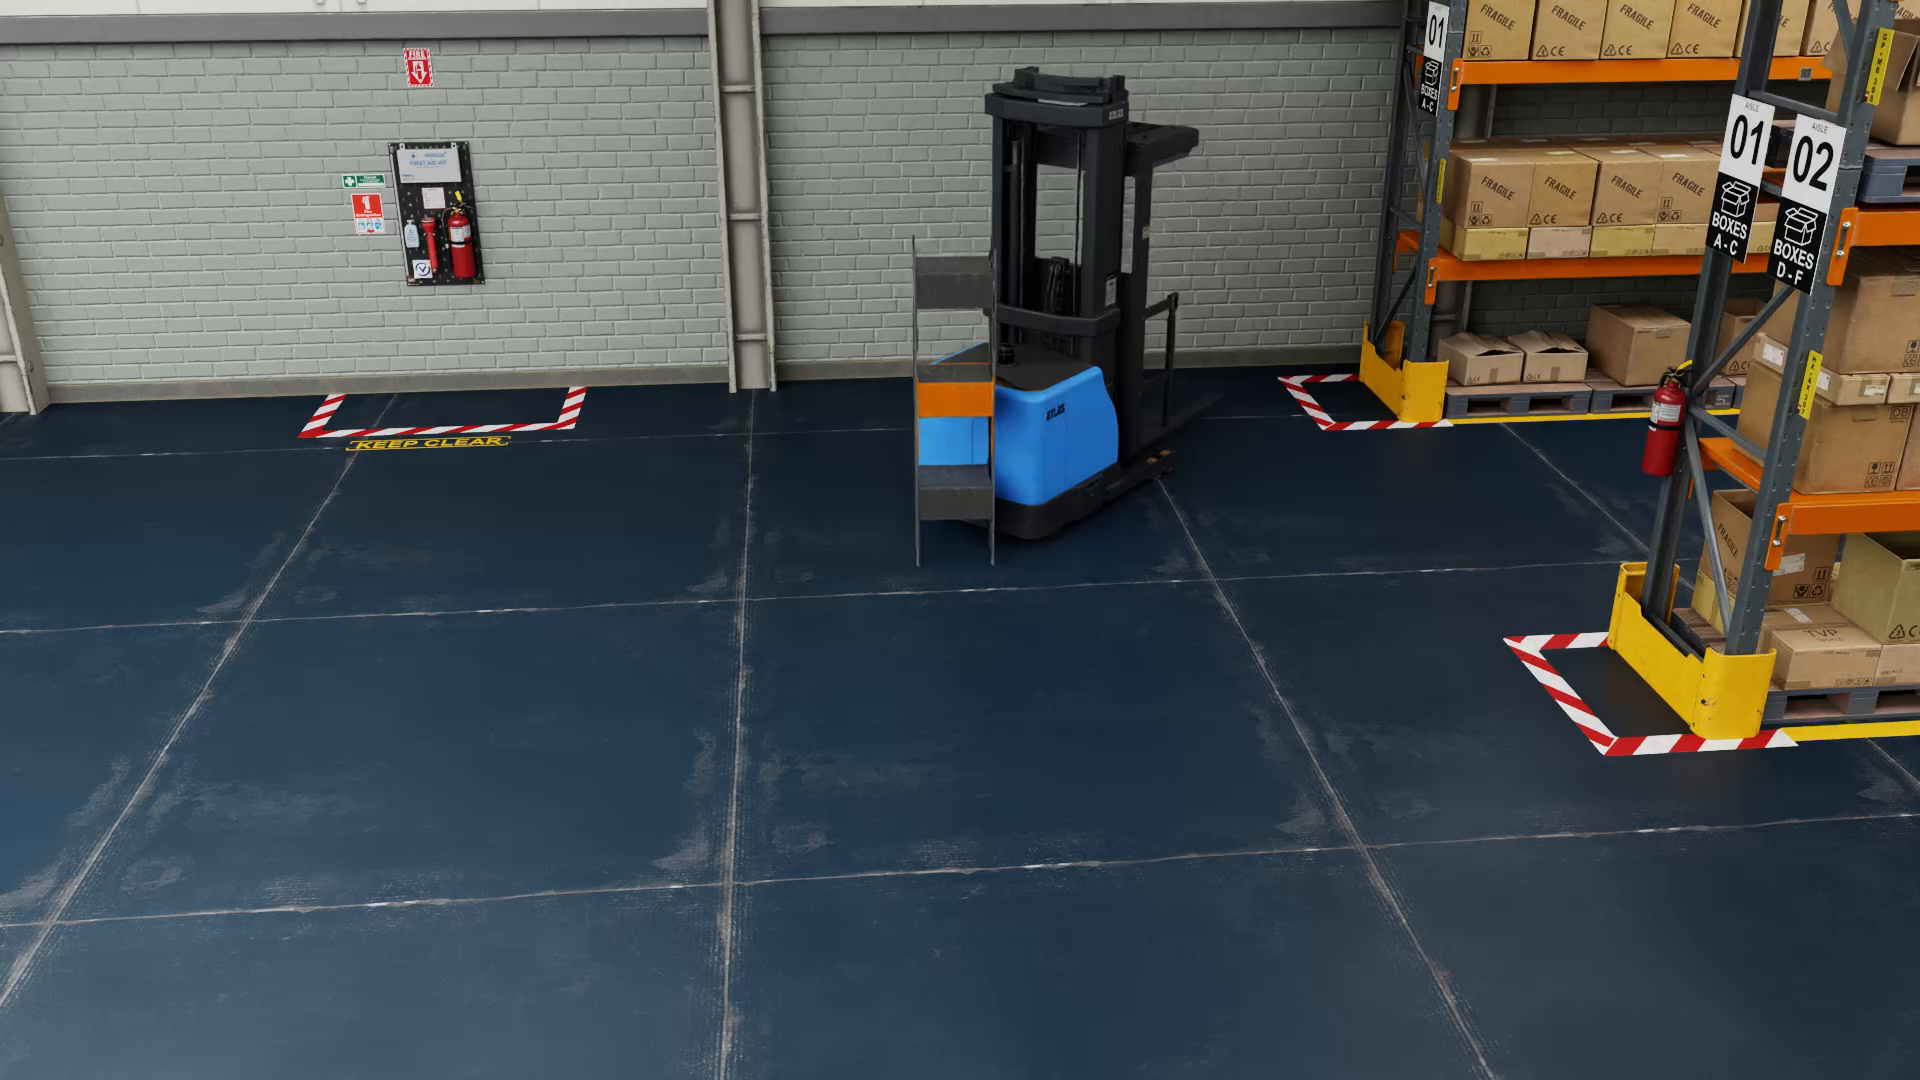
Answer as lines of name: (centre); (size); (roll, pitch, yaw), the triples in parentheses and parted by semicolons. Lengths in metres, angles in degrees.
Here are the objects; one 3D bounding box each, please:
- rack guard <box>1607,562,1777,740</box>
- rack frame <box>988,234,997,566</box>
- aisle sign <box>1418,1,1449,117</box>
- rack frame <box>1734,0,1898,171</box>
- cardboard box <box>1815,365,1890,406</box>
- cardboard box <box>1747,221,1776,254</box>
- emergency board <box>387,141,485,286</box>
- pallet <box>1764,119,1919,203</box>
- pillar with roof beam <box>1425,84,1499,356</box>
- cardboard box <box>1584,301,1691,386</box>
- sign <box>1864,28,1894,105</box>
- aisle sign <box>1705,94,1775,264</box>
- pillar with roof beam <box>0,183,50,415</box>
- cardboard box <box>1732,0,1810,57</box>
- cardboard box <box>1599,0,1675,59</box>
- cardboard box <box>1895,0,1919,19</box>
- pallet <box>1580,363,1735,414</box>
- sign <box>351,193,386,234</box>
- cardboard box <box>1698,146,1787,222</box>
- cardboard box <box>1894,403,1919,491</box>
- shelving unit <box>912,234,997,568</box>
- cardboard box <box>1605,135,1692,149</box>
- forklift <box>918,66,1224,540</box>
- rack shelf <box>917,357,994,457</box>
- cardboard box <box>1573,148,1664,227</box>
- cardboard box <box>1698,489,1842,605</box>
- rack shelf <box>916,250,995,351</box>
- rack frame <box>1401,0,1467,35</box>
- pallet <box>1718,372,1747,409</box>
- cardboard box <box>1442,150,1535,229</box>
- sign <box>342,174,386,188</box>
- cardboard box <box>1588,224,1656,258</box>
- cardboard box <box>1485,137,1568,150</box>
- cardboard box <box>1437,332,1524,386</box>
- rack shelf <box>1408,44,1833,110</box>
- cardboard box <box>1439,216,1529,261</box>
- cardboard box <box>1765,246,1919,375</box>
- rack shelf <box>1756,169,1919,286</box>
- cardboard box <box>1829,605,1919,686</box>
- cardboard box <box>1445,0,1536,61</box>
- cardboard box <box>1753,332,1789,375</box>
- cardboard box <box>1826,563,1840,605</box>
rack guard: (4.062, 0.595, 9.295); (0.348, 0.500, 1.175); (-2, 24, -5)
rack frame: (0.205, -0.868, 10.618); (0.015, 2.100, 0.400); (-1, 24, -2)
aisle sign: (3.553, -3.614, 12.487); (0.004, 0.787, 0.394); (-2, 24, -5)
rack frame: (4.086, -3.289, 7.571); (0.127, 3.000, 1.000); (-2, 24, -5)
cardboard box: (4.497, -0.819, 8.477); (0.250, 0.149, 0.380); (-2, 24, -6)
cardboard box: (6.138, -2.466, 13.265); (0.500, 0.250, 0.500); (-2, 24, -5)
emergency board: (-4.227, -2.605, 13.417); (0.643, 1.169, 0.194); (-2, 24, -5)
pallet: (4.792, -1.896, 8.238); (1.213, 0.211, 1.003); (-2, 24, -5)
pillar with roof beam: (4.630, -3.929, 9.010); (0.400, 9.000, 9.100); (-2, 24, -5)
cardboard box: (5.595, -1.632, 13.764); (0.500, 0.500, 0.700); (-4, 24, -8)
sign: (4.134, -2.130, 7.481); (0.005, 0.325, 0.100); (-2, 24, -5)
aisle sign: (3.991, -1.852, 8.523); (0.004, 0.787, 0.394); (-2, 24, -5)
pillar with roof beam: (-7.312, -3.450, 7.932); (0.400, 9.000, 9.100); (-2, 24, -5)
cardboard box: (6.045, -3.963, 12.631); (0.500, 0.500, 0.500); (-3, 24, -7)
cardboard box: (5.007, -3.917, 12.529); (0.500, 0.500, 0.500); (-1, 24, -3)
cardboard box: (7.095, -4.015, 12.749); (0.500, 0.500, 0.500); (-2, 24, -4)
pallet: (5.694, -1.344, 14.015); (1.213, 0.211, 1.003); (-2, 24, -5)
sign: (-4.788, -2.641, 13.454); (0.234, 0.329, 0.001); (-2, 24, -5)
cardboard box: (6.137, -2.811, 13.118); (0.500, 0.500, 0.500); (-3, 24, -7)
cardboard box: (5.074, -0.630, 8.851); (0.500, 0.500, 0.700); (-2, 24, -4)
shelving unit: (-0.038, -0.863, 10.607); (0.503, 2.100, 0.431); (-1, 24, -2)
cardboard box: (5.560, -2.997, 13.536); (0.500, 0.500, 0.500); (-2, 24, -4)
forklift: (0.964, -1.882, 11.875); (1.130, 2.935, 3.031); (16, 29, 32)
rack shelf: (-0.038, -0.851, 10.613); (0.480, 0.518, 0.431); (-1, 24, -2)
cardboard box: (5.107, -2.765, 13.014); (0.500, 0.500, 0.500); (-3, 24, -7)
cardboard box: (4.590, 0.032, 9.429); (0.500, 0.500, 0.500); (-2, 24, -5)
rack shelf: (-0.038, -1.491, 10.329); (0.480, 0.518, 0.431); (-1, 24, -2)
rack frame: (3.595, -5.291, 12.075); (0.127, 3.000, 1.000); (-2, 24, -5)
pallet: (6.911, -1.394, 14.127); (1.213, 0.211, 1.003); (-2, 24, -5)
cardboard box: (4.100, -2.731, 12.938); (0.500, 0.500, 0.500); (-2, 24, -5)
sign: (-4.782, -2.879, 13.339); (0.331, 0.109, 0.001); (-2, 24, -5)
cardboard box: (5.135, -2.426, 13.175); (0.500, 0.250, 0.500); (-3, 24, -6)
cardboard box: (4.545, -2.954, 13.440); (0.500, 0.500, 0.500); (-2, 24, -4)
cardboard box: (4.292, -1.514, 13.731); (0.500, 0.311, 0.500); (-5, 24, -11)
rack shelf: (5.585, -3.672, 13.010); (4.000, 0.370, 1.077); (-2, 24, -5)
cardboard box: (4.112, -2.382, 13.075); (0.500, 0.250, 0.500); (-3, 24, -7)
cardboard box: (4.604, -1.202, 8.541); (0.500, 0.500, 0.700); (-2, 24, -5)
rack shelf: (6.076, -1.670, 8.506); (4.000, 0.370, 1.077); (-2, 24, -5)
cardboard box: (5.138, 0.564, 9.157); (0.500, 0.250, 0.500); (-2, 24, -5)
cardboard box: (3.952, -3.888, 12.463); (0.500, 0.500, 0.500); (-2, 24, -4)
cardboard box: (4.447, -0.982, 8.845); (0.250, 0.149, 0.380); (-3, 24, -6)
cardboard box: (5.087, 0.351, 9.635); (0.500, 0.250, 0.500); (-2, 24, -5)
